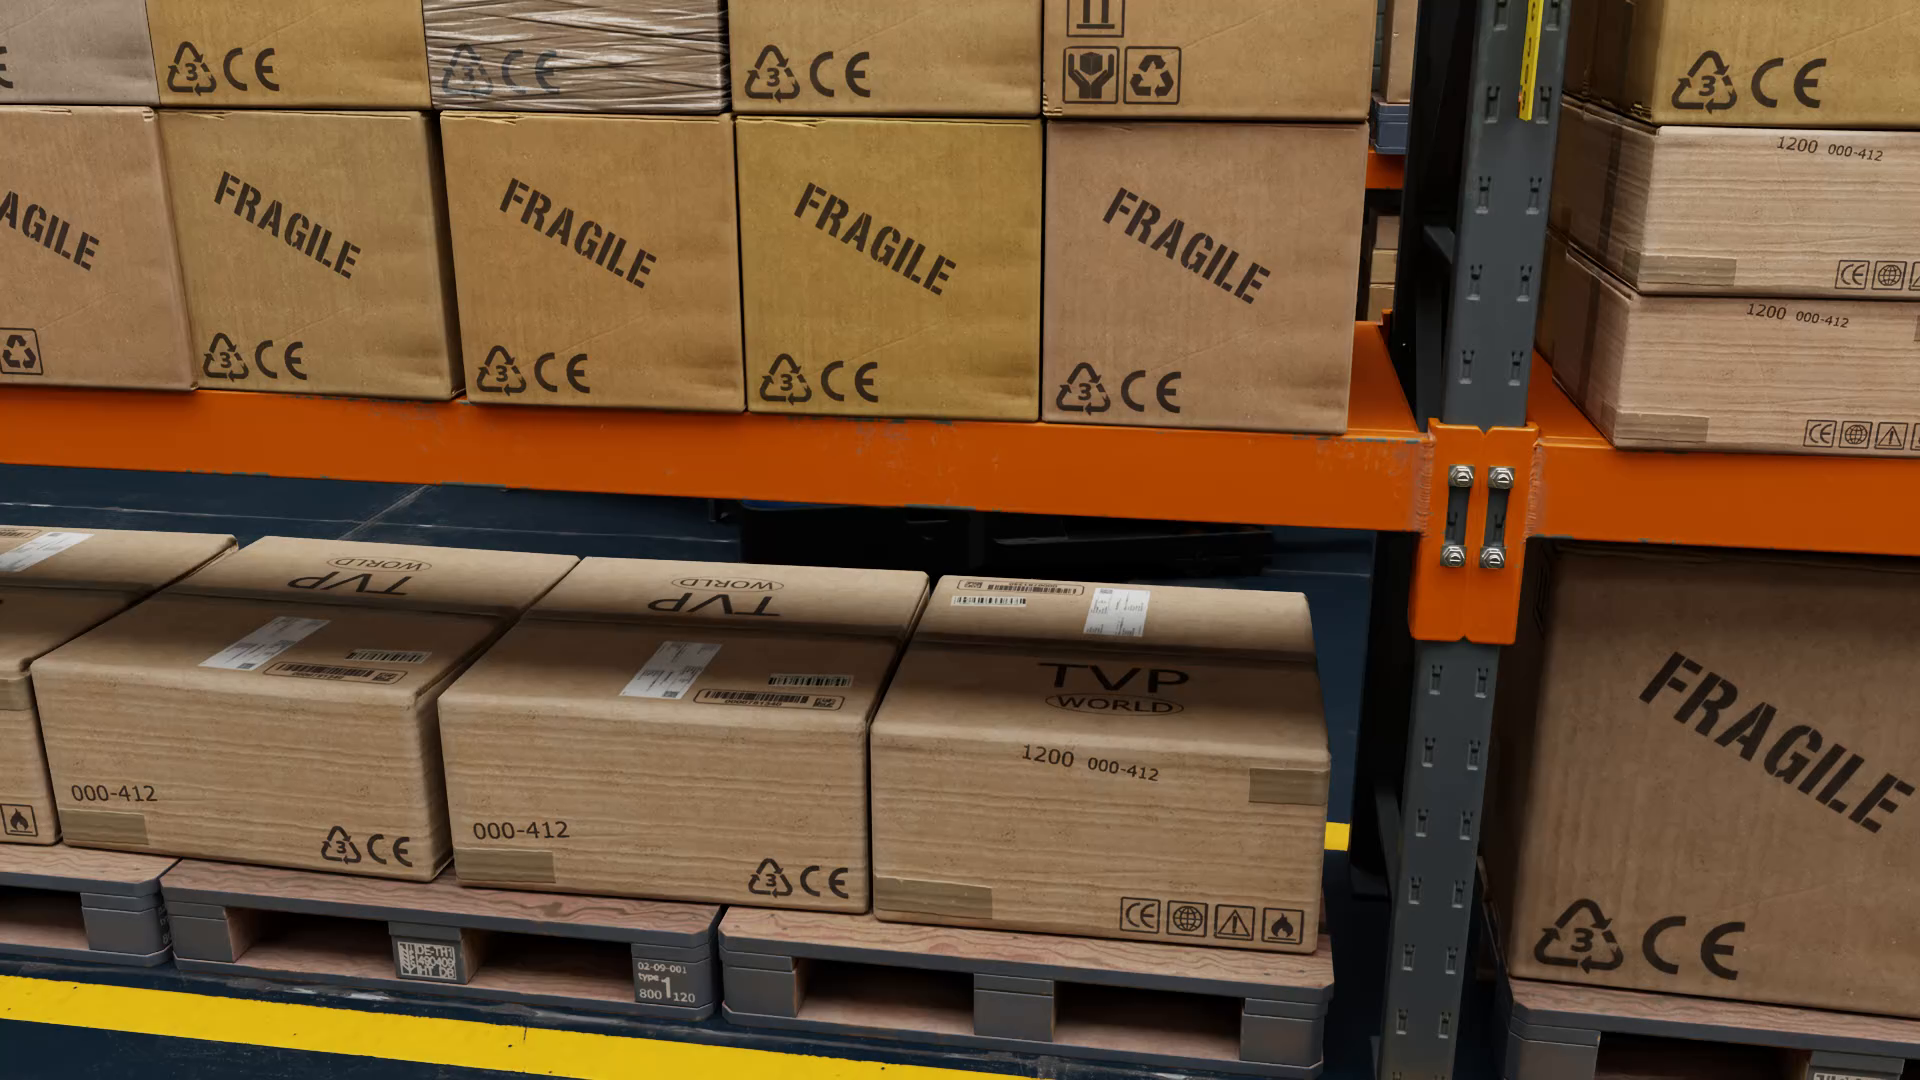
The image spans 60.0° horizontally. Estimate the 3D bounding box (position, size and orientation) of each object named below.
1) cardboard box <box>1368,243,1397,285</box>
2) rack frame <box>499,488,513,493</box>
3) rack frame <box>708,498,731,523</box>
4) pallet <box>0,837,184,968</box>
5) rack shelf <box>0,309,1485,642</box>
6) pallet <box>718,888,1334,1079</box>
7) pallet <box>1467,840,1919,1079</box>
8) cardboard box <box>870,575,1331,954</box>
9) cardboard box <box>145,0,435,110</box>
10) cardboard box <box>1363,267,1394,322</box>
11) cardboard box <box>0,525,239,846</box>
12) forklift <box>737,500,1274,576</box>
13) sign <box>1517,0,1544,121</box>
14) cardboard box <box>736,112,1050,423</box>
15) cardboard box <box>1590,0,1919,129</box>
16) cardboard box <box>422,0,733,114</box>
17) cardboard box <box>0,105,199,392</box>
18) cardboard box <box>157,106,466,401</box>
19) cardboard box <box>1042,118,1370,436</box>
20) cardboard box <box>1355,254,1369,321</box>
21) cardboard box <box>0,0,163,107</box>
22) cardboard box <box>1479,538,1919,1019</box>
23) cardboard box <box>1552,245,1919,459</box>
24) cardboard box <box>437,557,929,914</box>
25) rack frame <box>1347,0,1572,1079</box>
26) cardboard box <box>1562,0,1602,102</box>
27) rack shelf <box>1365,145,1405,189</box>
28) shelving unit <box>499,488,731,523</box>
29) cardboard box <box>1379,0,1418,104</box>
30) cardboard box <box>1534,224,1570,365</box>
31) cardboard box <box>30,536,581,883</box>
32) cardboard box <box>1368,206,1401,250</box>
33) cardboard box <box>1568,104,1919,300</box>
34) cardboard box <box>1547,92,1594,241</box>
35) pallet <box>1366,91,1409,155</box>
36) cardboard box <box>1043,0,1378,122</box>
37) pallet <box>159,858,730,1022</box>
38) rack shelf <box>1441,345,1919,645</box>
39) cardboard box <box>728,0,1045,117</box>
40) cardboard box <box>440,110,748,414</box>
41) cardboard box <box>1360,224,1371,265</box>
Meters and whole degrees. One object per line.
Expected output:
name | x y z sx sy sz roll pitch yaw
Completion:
cardboard box | 2.019 -1.281 7.659 0.250 0.149 0.380 4 19 11
rack frame | -1.798 -0.981 6.873 0.032 1.500 0.500 8 20 23
rack frame | -0.868 -0.851 6.484 0.032 1.500 0.500 8 20 23
pallet | -2.224 0.631 4.084 1.213 0.211 1.003 3 19 9
rack shelf | -1.051 -0.265 3.502 4.000 0.370 1.077 3 19 9
pallet | 0.185 0.754 3.717 1.213 0.211 1.003 3 19 9
pallet | 1.697 0.832 3.484 1.213 0.211 1.003 3 19 9
cardboard box | 0.320 0.445 3.622 0.875 0.438 0.875 3 19 8
cardboard box | -1.084 -1.043 2.959 0.500 0.500 0.500 3 19 9
cardboard box | 2.149 -0.980 7.781 0.500 0.500 0.500 4 19 11
cardboard box | -2.359 0.311 4.023 0.875 0.438 0.875 2 19 7
forklift | 0.680 -1.426 5.946 3.031 2.935 1.130 -3 19 -8
sign | 0.837 -0.780 2.417 0.005 0.325 0.100 3 19 9
cardboard box | -0.084 -0.520 2.973 0.500 0.500 0.500 2 19 7
cardboard box | 1.312 -0.915 2.577 0.500 0.500 0.500 3 19 9
cardboard box | -0.590 -1.015 2.876 0.500 0.500 0.500 3 19 9
cardboard box | -1.594 -0.592 3.188 0.500 0.500 0.500 3 19 8
cardboard box | -1.097 -0.572 3.128 0.500 0.500 0.500 4 19 10
cardboard box | 0.425 -0.496 2.901 0.500 0.500 0.500 3 19 9
cardboard box | 2.239 -1.142 8.268 0.500 0.500 0.500 3 19 8
cardboard box | -1.577 -1.068 3.034 0.500 0.500 0.500 3 19 8
cardboard box | 1.548 0.309 3.339 0.875 0.875 0.875 4 19 10
cardboard box | 1.316 -0.330 2.797 0.500 0.250 0.500 2 19 7
cardboard box | -0.564 0.400 3.756 0.875 0.438 0.875 2 19 7
rack frame | 0.923 -0.506 3.087 0.127 3.000 1.000 3 19 9
cardboard box | 1.404 -1.083 3.080 0.500 0.500 0.500 4 19 10
rack shelf | 3.682 -1.619 7.548 4.000 0.370 1.077 3 19 9
shelving unit | -1.333 -0.916 6.678 1.048 1.500 0.538 8 20 23
cardboard box | 2.149 -2.213 7.370 0.500 0.500 0.700 3 19 10
cardboard box | 1.406 -0.491 3.279 0.500 0.250 0.500 2 19 7
cardboard box | -1.454 0.354 3.893 0.875 0.438 0.875 3 19 10
cardboard box | 2.029 -1.441 7.668 0.250 0.149 0.380 3 19 8
cardboard box | 1.313 -0.561 2.701 0.500 0.250 0.500 2 19 7
cardboard box | 1.397 -0.725 3.193 0.500 0.250 0.500 3 19 9
pallet | 2.479 -1.895 7.543 1.213 0.211 1.003 3 19 9
cardboard box | 0.414 -0.964 2.725 0.500 0.500 0.500 3 19 8
pallet | -1.023 0.693 3.898 1.213 0.211 1.003 3 19 9
rack shelf | 2.898 -0.064 2.900 4.000 0.370 1.077 3 19 9
cardboard box | -0.086 -0.992 2.809 0.500 0.500 0.500 3 19 8
cardboard box | -0.583 -0.541 3.035 0.500 0.500 0.500 3 19 8
cardboard box | 2.116 -1.454 8.177 0.250 0.149 0.380 2 19 6
